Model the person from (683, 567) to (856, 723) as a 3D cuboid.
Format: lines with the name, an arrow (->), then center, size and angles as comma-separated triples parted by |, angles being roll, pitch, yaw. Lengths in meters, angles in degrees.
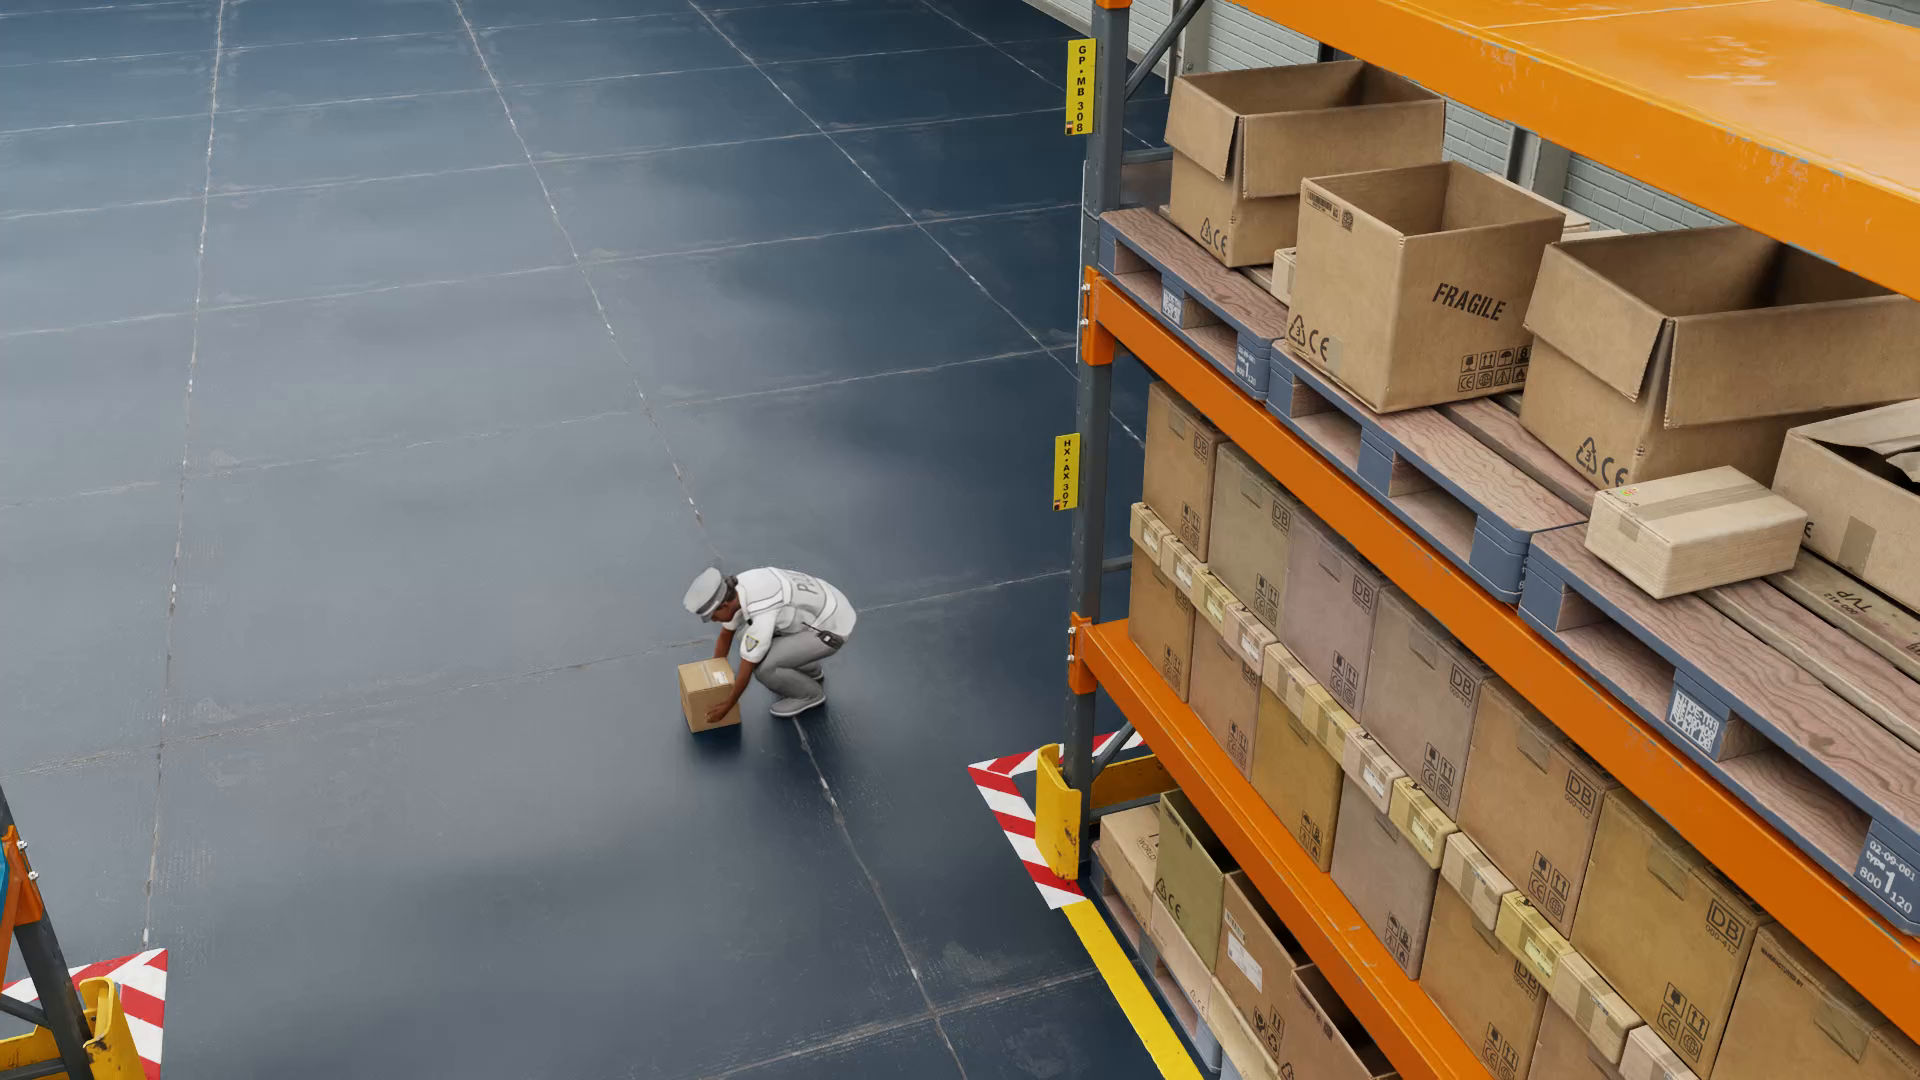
person -> -0.951, 0.462, 8.347 | 0.866, 0.865, 0.482 | -10, 32, -17
